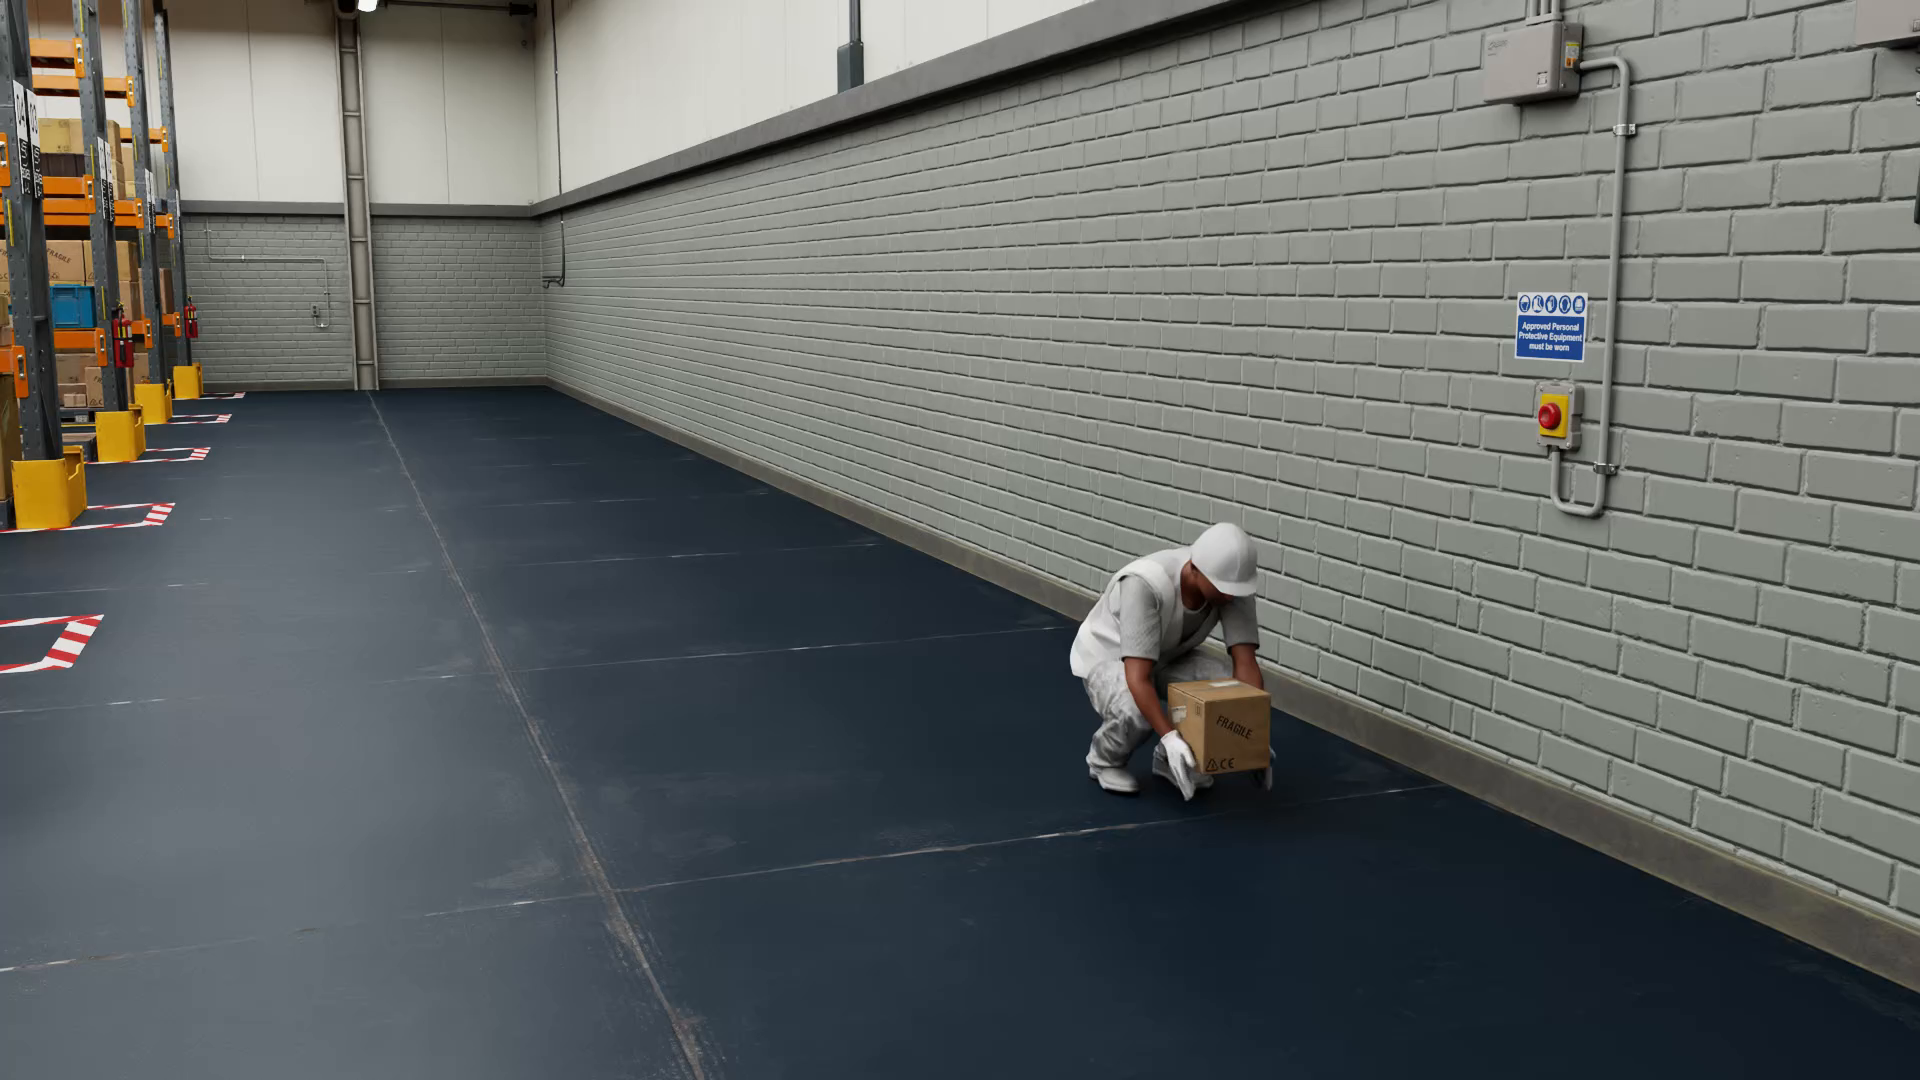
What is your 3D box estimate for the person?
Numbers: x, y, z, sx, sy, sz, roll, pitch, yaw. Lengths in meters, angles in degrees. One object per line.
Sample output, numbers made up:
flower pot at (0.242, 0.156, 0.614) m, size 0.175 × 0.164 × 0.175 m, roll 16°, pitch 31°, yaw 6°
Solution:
person at (0.748, 0.402, 5.797) m, size 0.565 × 0.996 × 0.899 m, roll -3°, pitch 9°, yaw -21°
